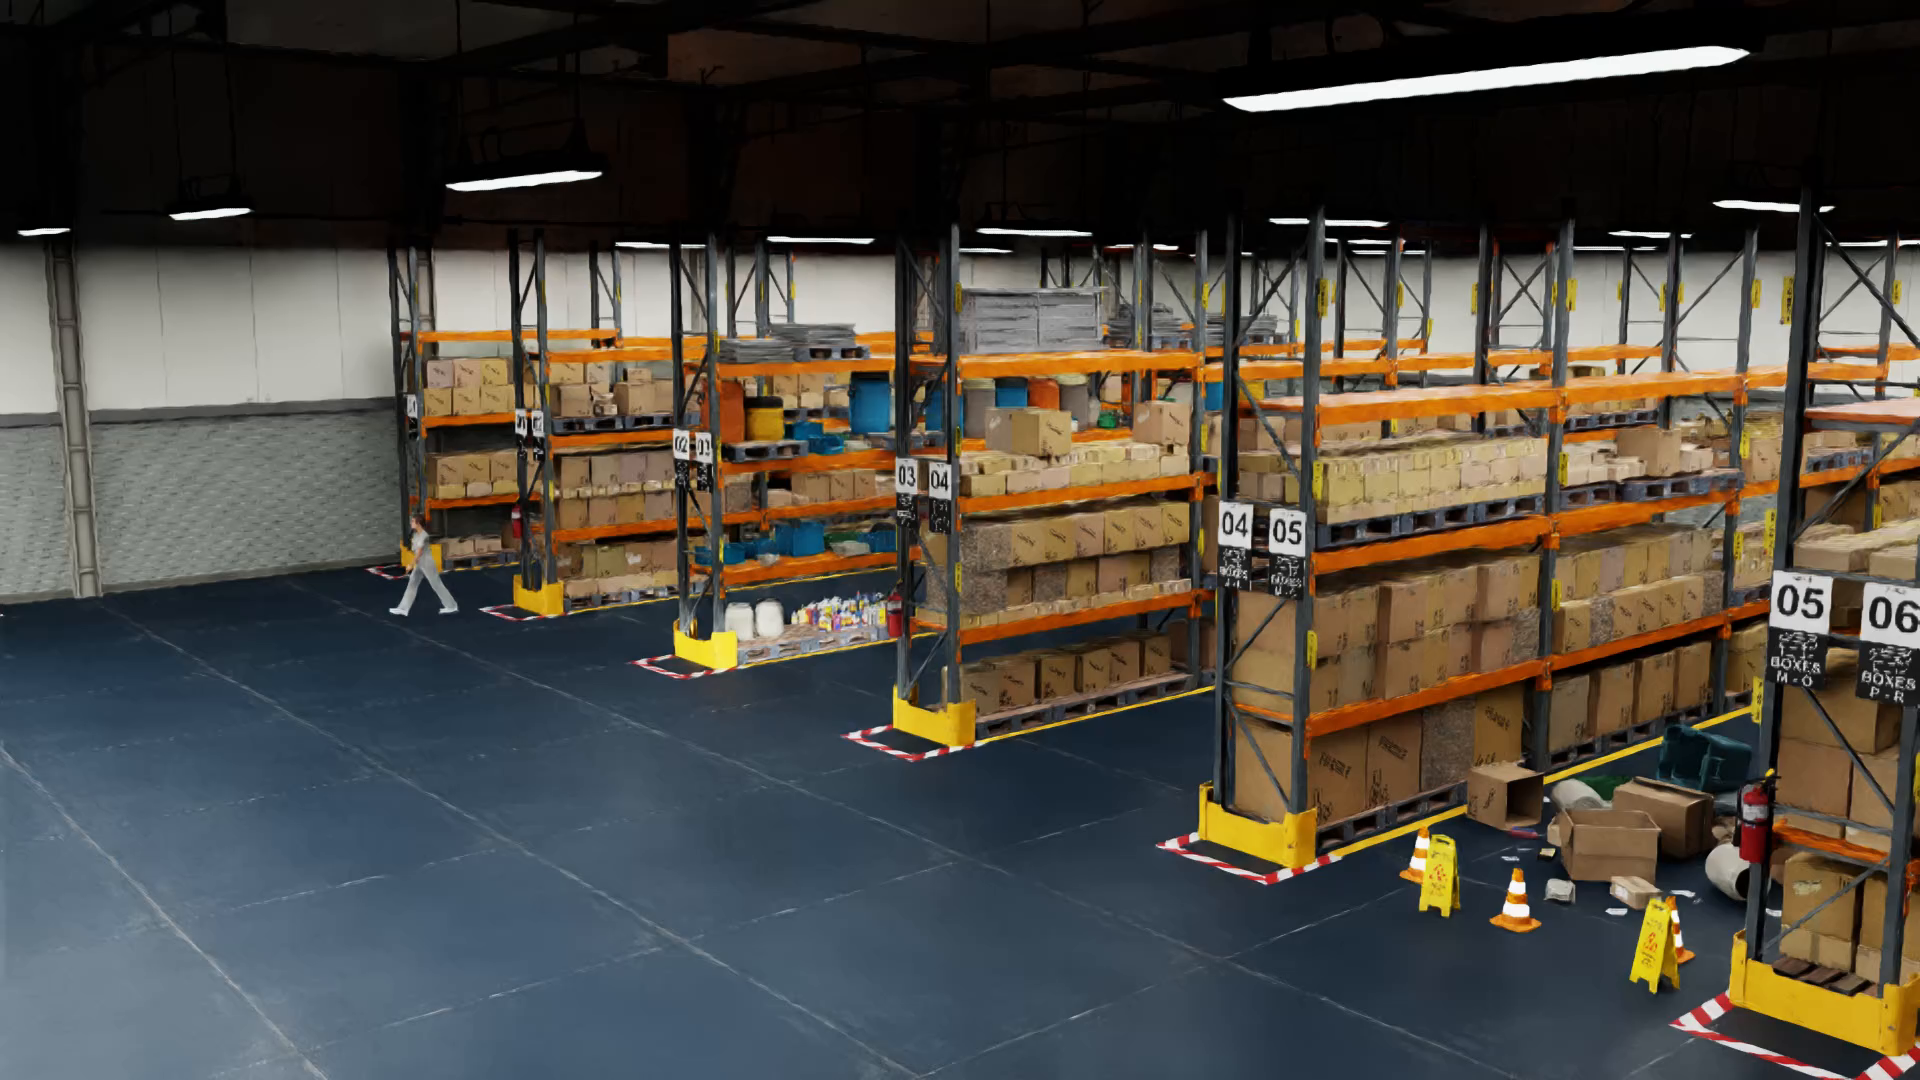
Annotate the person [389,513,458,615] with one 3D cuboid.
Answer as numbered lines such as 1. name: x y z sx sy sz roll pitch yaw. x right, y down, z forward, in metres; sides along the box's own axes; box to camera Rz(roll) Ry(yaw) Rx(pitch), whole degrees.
1. person: -8.396 0.382 25.946 1.017 1.605 0.445 -5 10 -31
